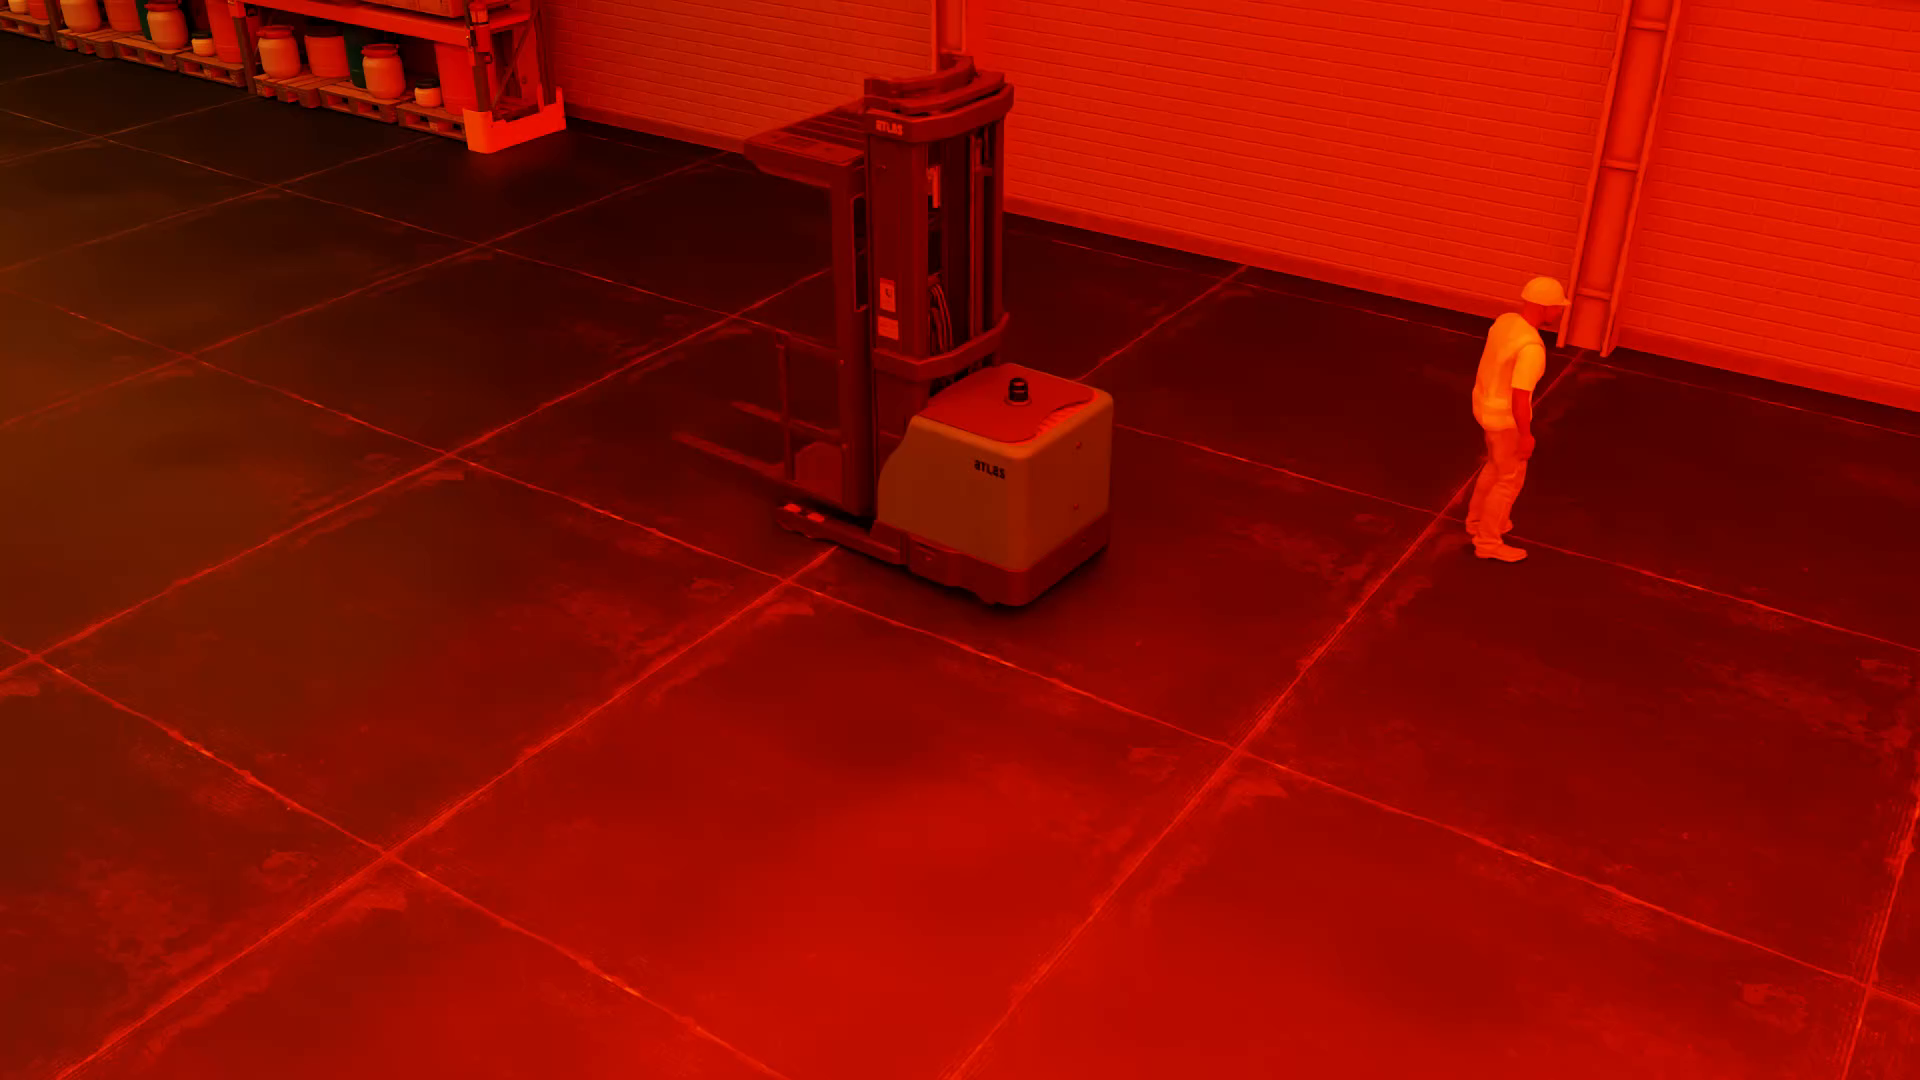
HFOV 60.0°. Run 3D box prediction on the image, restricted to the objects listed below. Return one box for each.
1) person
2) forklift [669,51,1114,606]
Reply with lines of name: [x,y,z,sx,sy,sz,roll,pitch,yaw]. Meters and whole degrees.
person: [3.328,-0.747,10.038,0.454,1.759,0.628,0,30,1]
forklift: [-0.558,-1.462,10.098,3.031,2.935,1.130,20,36,31]
